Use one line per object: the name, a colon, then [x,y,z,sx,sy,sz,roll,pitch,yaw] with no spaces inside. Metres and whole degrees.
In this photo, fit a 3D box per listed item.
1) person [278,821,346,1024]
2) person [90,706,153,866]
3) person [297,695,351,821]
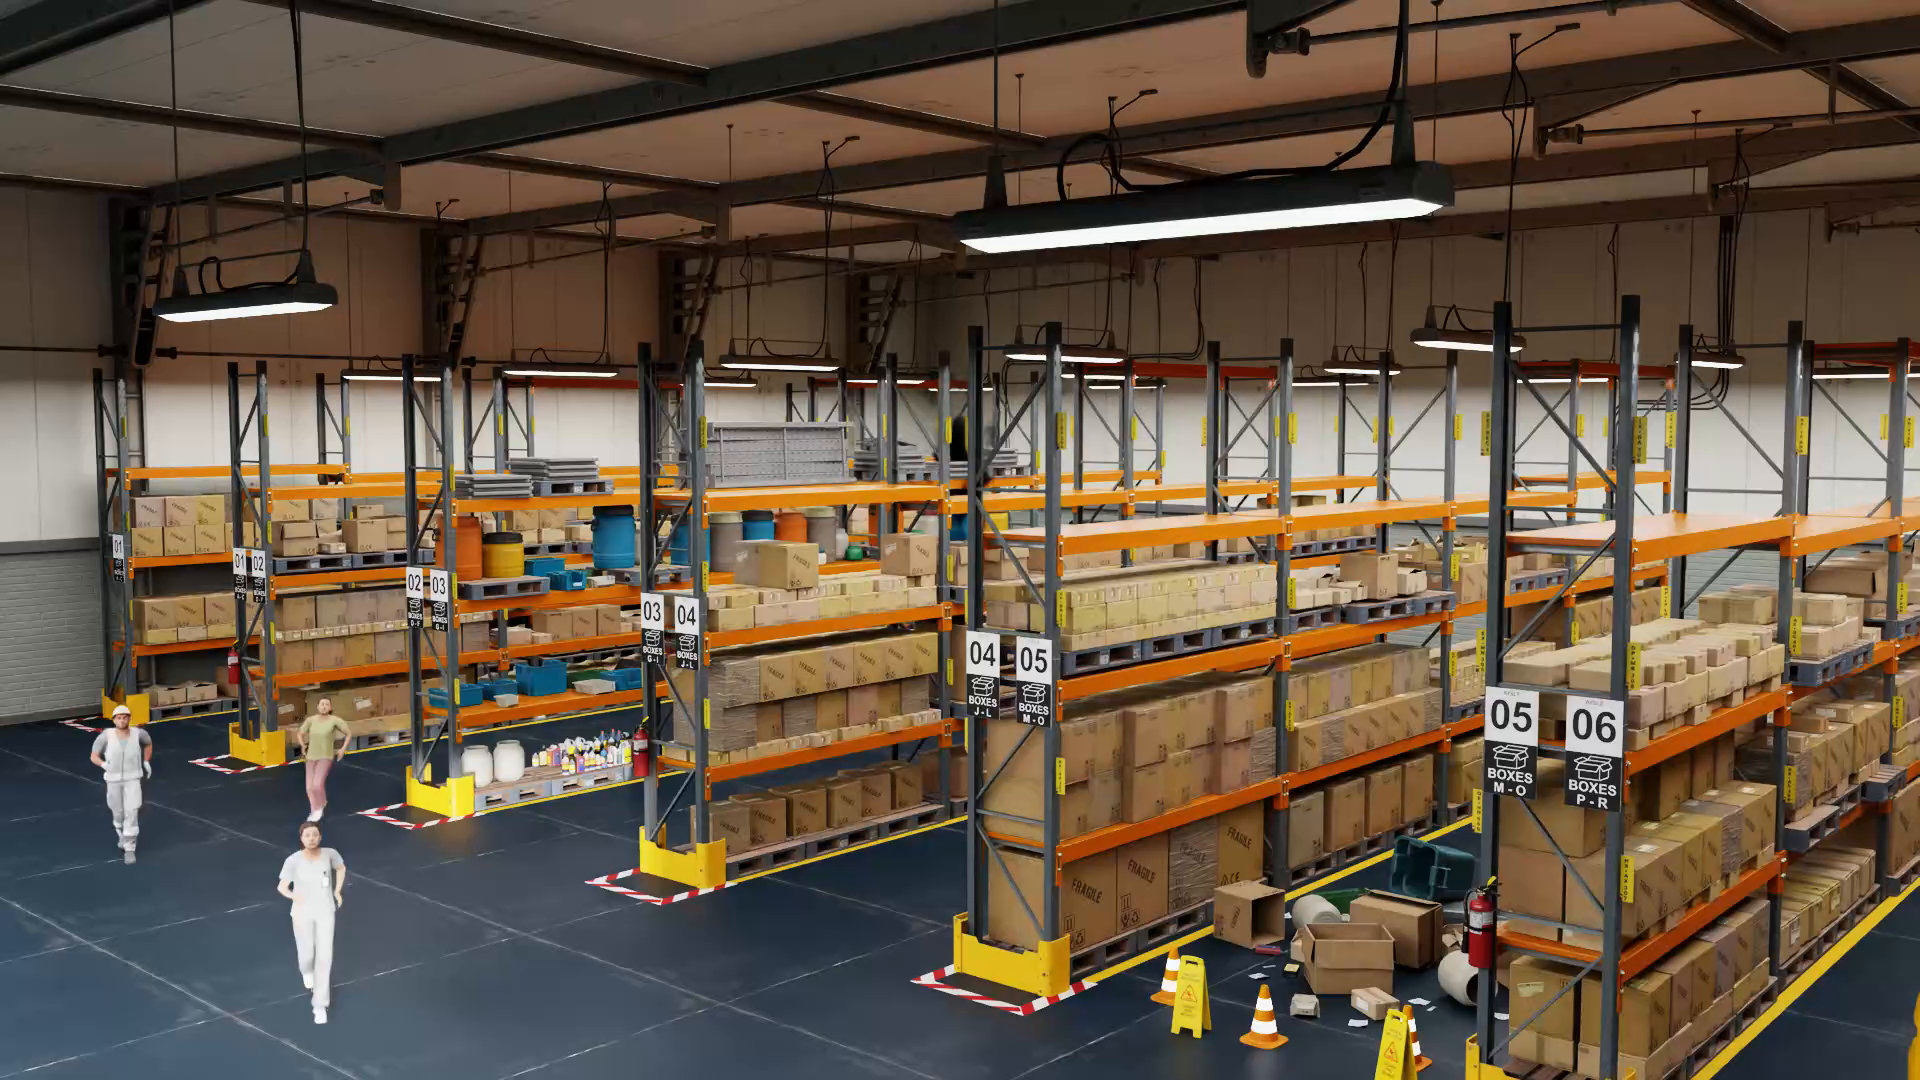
person: [-5.620,3.261,14.463,0.568,1.663,0.935,-2,5,-25]
person: [-9.820,2.831,19.494,0.648,1.803,0.919,-2,5,-24]
person: [-8.113,2.790,21.138,0.637,1.632,0.566,0,4,-2]
